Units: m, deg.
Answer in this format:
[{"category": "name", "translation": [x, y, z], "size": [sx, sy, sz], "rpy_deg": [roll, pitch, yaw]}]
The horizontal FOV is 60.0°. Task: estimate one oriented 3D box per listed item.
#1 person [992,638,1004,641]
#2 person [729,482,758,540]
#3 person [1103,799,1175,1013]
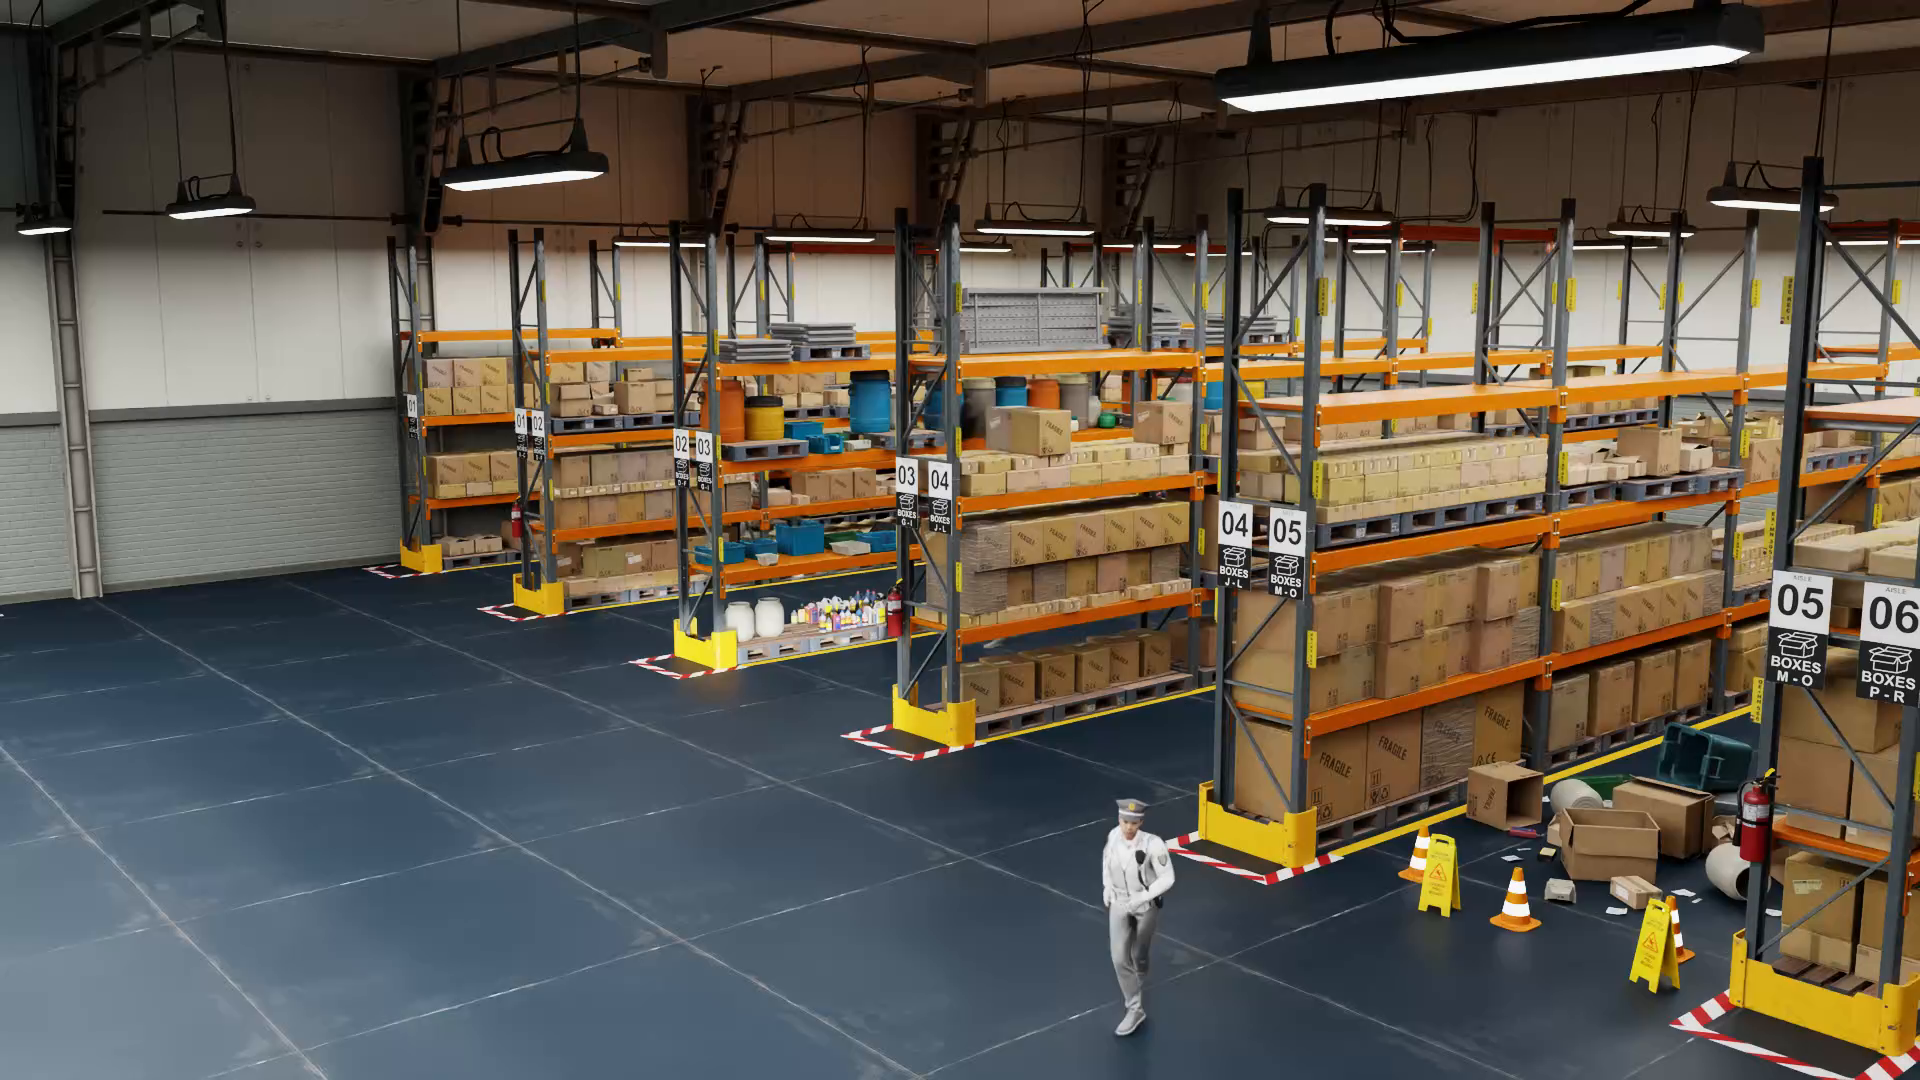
[{"category": "person", "translation": [0.419, 0.593, 22.329], "size": [0.734, 1.636, 0.462], "rpy_deg": [7, 11, 39]}, {"category": "person", "translation": [-4.083, -0.457, 31.346], "size": [0.711, 1.650, 0.858], "rpy_deg": [5, 10, 29]}, {"category": "person", "translation": [1.265, 2.522, 11.725], "size": [0.591, 1.560, 0.718], "rpy_deg": [3, 9, 22]}]
